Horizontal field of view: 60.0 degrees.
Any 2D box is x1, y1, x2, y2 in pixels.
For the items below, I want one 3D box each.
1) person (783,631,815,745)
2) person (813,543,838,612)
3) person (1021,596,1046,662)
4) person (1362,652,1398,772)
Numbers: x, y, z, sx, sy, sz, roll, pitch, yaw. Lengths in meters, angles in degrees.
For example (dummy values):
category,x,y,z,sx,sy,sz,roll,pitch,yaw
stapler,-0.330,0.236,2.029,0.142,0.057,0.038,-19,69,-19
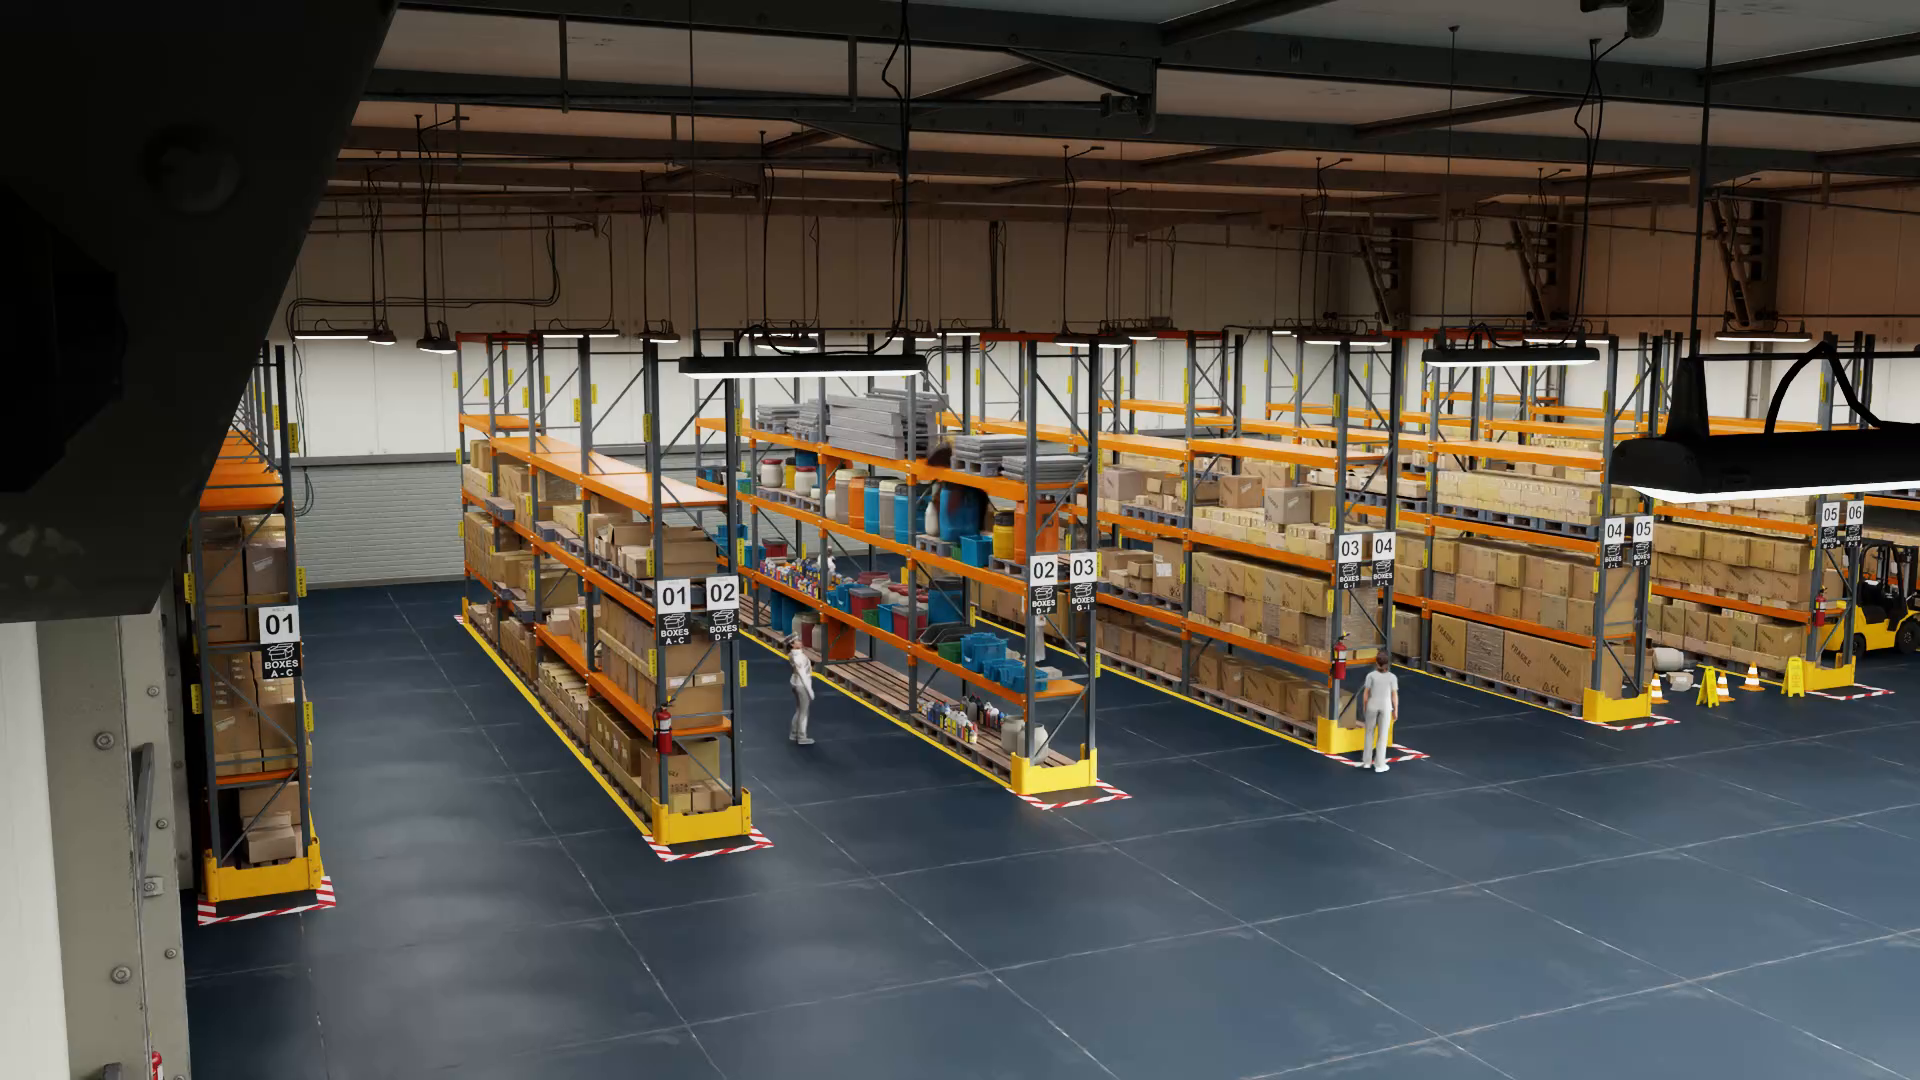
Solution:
category,x,y,z,sx,sy,sz,roll,pitch,yaw
person,-2.353,2.196,24.559,0.450,1.714,0.527,-4,9,-29
person,-2.761,0.866,34.431,0.514,1.642,0.846,-6,10,-40
person,1.363,1.328,30.527,0.410,1.781,0.613,-7,10,-40
person,5.863,2.389,23.189,0.465,1.694,0.436,2,8,18
